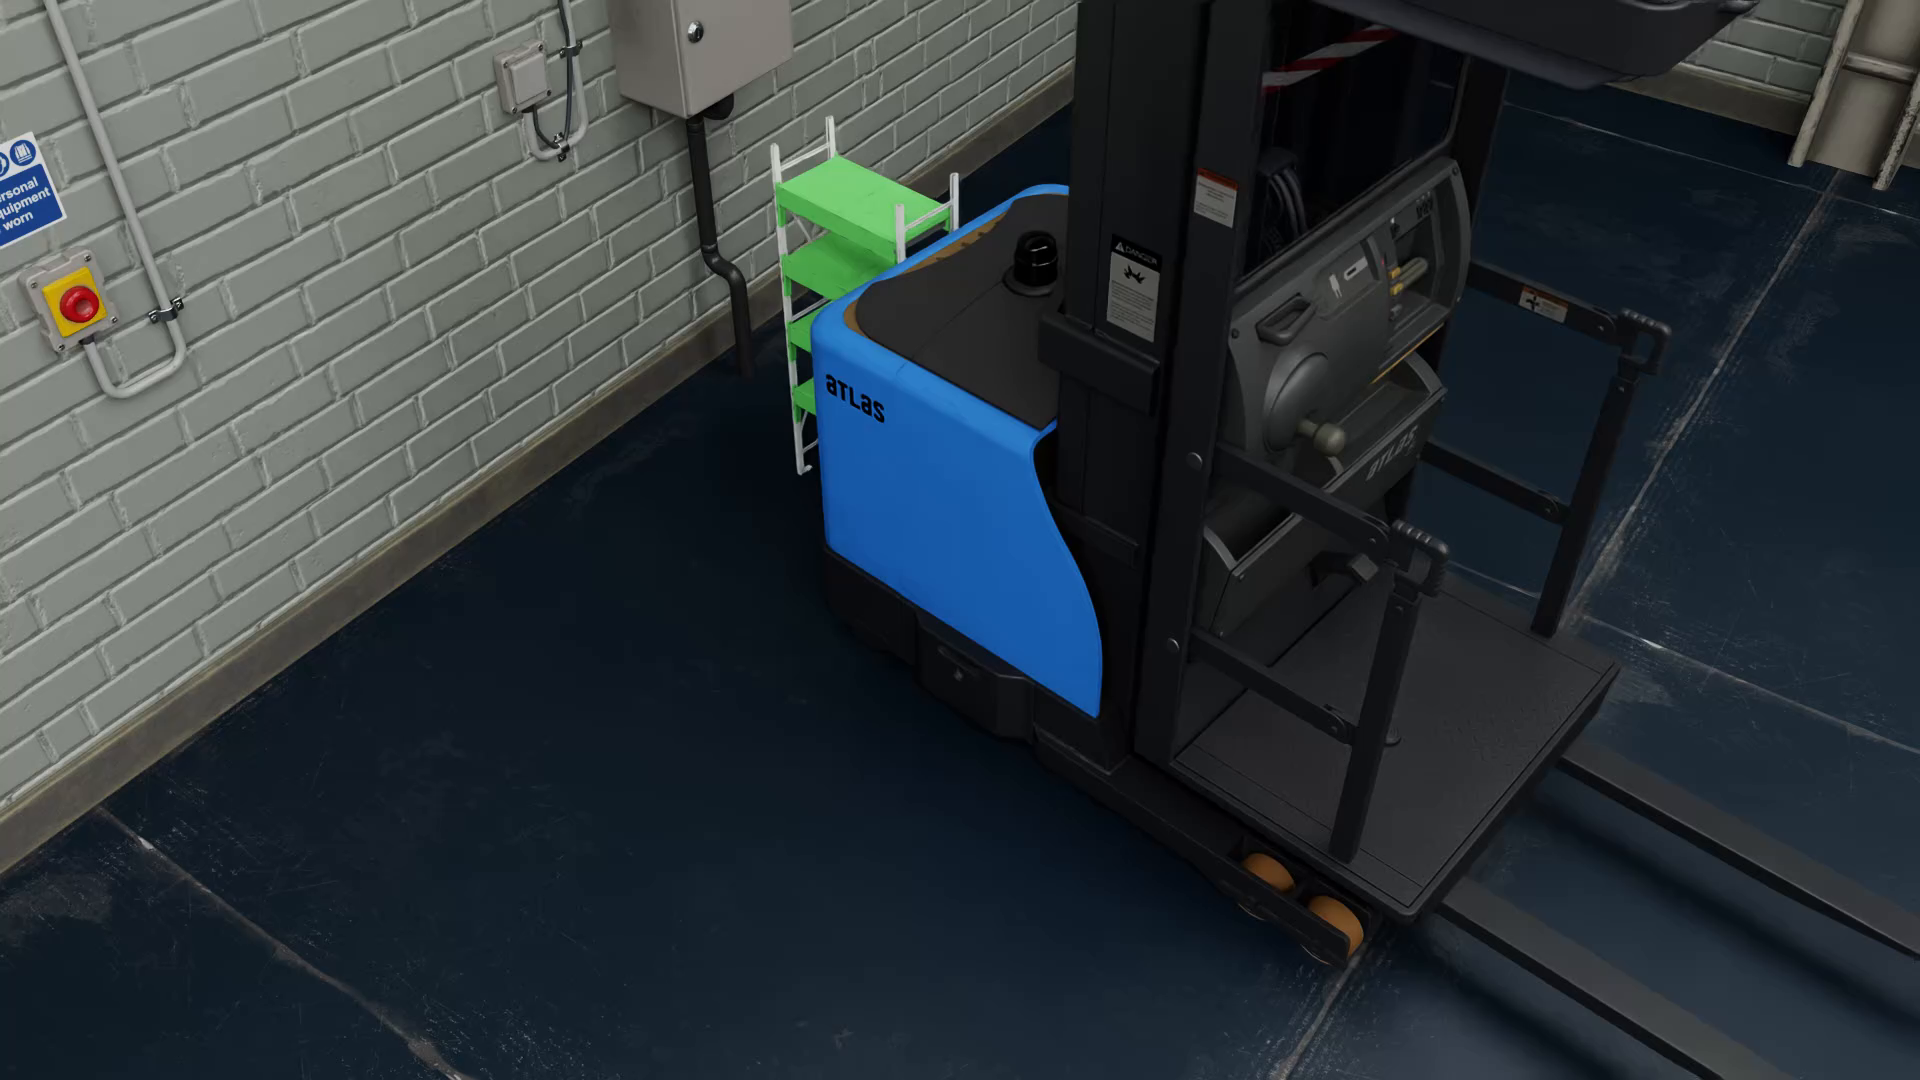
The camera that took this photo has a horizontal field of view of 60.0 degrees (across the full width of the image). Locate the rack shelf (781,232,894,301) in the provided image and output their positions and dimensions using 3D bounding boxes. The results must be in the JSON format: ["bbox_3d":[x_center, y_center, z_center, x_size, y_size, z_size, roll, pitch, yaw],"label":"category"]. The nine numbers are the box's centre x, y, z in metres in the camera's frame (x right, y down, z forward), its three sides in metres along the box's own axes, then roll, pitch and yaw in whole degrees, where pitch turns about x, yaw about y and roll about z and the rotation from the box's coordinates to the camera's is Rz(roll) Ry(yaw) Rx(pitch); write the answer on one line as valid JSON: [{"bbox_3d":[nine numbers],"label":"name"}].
[{"bbox_3d":[-0.270,-0.745,4.919,0.480,0.148,0.258,31,50,30],"label":"rack shelf"}]

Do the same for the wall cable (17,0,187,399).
[{"bbox_3d":[-2.045,-1.016,3.351,0.123,1.953,0.585,25,48,25],"label":"wall cable"}]

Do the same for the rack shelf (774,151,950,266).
[{"bbox_3d":[-0.270,-0.924,4.759,0.480,0.148,0.258,31,50,30],"label":"rack shelf"}]

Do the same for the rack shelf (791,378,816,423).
[{"bbox_3d":[-0.270,-0.388,5.239,0.480,0.148,0.258,31,50,30],"label":"rack shelf"}]

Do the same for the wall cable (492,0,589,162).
[{"bbox_3d":[-1.240,-1.784,4.232,0.122,1.984,0.588,25,48,25],"label":"wall cable"}]

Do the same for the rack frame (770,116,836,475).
[{"bbox_3d":[-0.452,-0.723,5.158,0.015,1.200,0.240,31,50,30],"label":"rack frame"}]

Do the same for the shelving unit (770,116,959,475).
[{"bbox_3d":[-0.270,-0.614,5.037,0.503,1.200,0.258,31,50,30],"label":"shelving unit"}]

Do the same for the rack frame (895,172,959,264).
[{"bbox_3d":[-0.089,-0.505,4.915,0.015,1.200,0.240,31,50,30],"label":"rack frame"}]

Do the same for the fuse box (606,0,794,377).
[{"bbox_3d":[-0.719,-1.237,5.349,0.414,1.711,0.539,25,48,25],"label":"fuse box"}]

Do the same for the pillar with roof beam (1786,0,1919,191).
[{"bbox_3d":[1.270,-2.601,1.408,0.400,9.000,9.100,25,48,25],"label":"pillar with roof beam"}]

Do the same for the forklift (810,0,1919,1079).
[{"bbox_3d":[1.027,-0.452,3.557,3.031,2.935,1.130,31,50,30],"label":"forklift"}]

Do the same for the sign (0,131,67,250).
[{"bbox_3d":[-2.123,-0.724,3.607,0.001,0.218,0.327,25,48,25],"label":"sign"}]

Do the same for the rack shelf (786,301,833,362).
[{"bbox_3d":[-0.270,-0.567,5.079,0.480,0.148,0.258,31,50,30],"label":"rack shelf"}]
